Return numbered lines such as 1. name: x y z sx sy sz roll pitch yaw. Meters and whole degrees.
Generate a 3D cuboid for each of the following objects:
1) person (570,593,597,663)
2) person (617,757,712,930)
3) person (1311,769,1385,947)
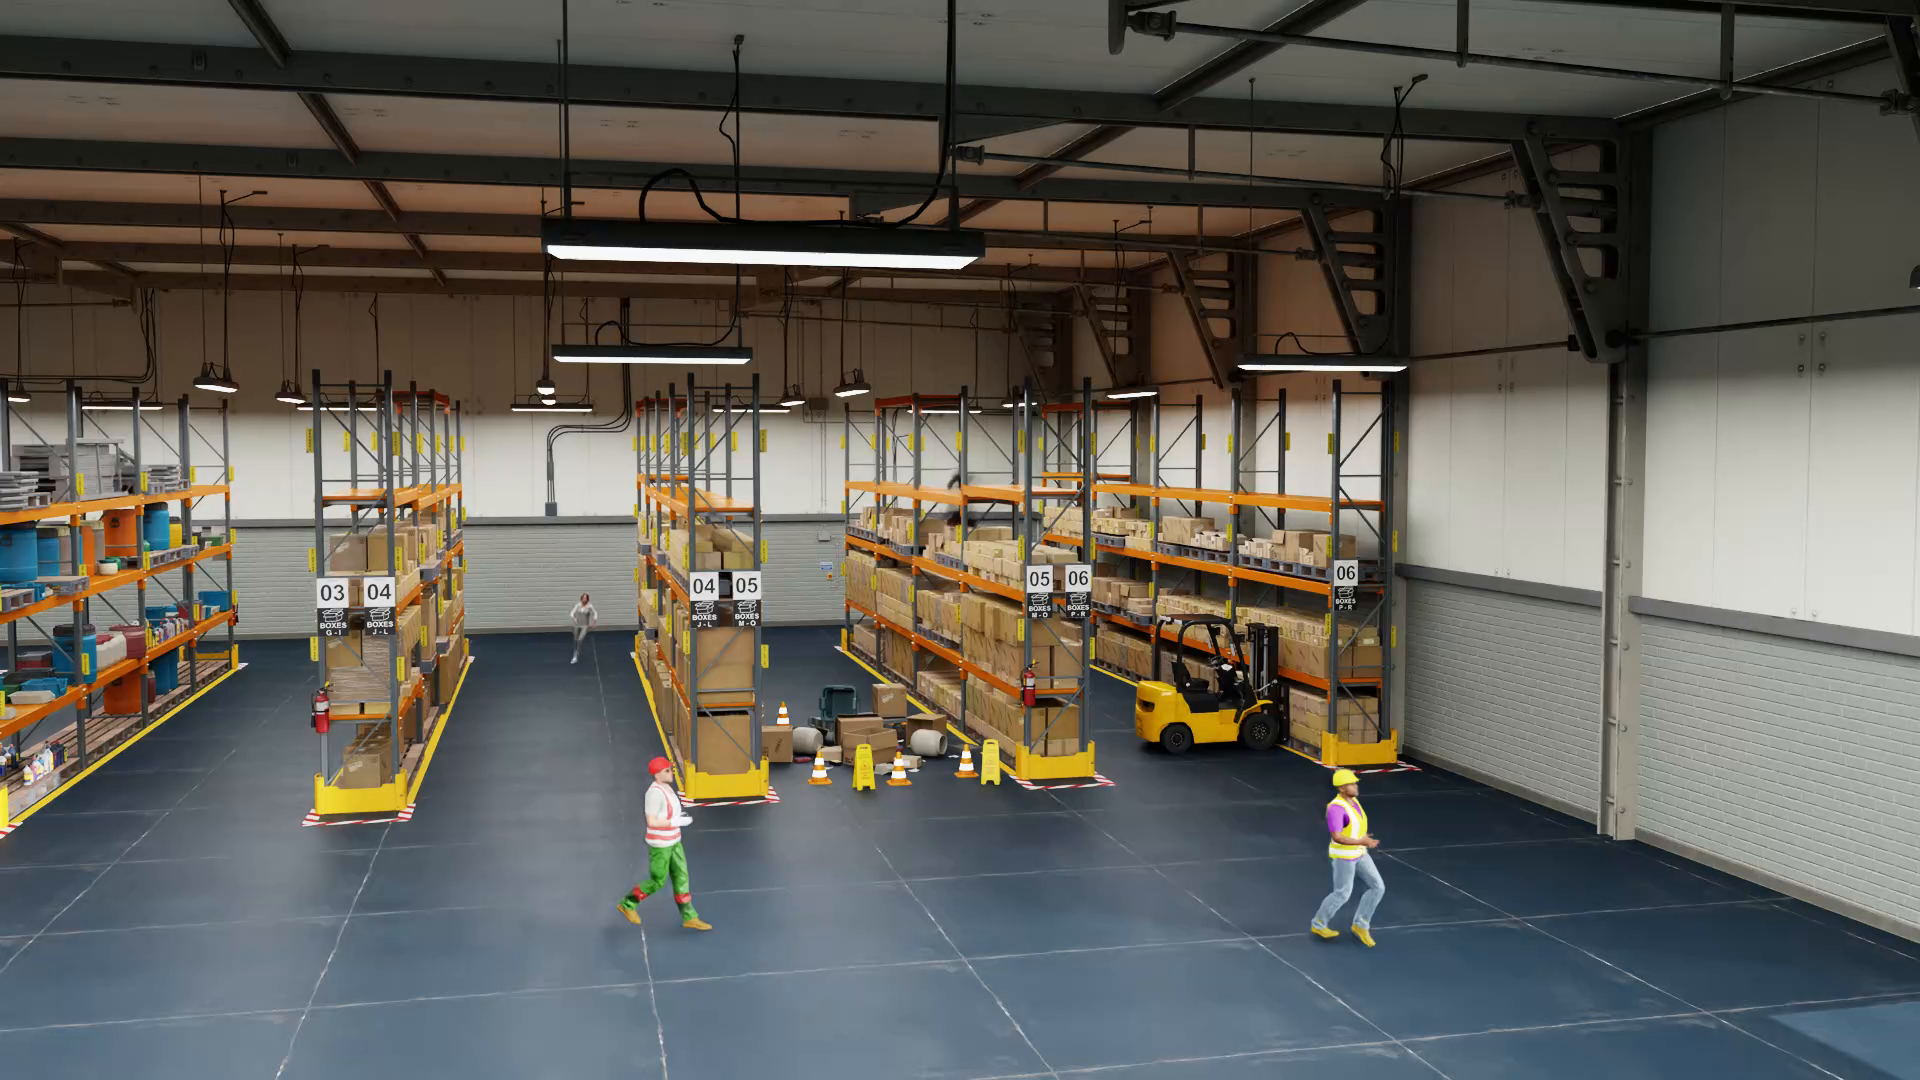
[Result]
1. person: -8.626 2.012 38.060 0.608 1.543 0.822 0 3 -1
2. person: -3.022 3.096 16.971 0.985 1.776 0.654 1 3 11
3. person: 3.896 3.182 16.655 0.734 1.790 0.707 3 4 38
